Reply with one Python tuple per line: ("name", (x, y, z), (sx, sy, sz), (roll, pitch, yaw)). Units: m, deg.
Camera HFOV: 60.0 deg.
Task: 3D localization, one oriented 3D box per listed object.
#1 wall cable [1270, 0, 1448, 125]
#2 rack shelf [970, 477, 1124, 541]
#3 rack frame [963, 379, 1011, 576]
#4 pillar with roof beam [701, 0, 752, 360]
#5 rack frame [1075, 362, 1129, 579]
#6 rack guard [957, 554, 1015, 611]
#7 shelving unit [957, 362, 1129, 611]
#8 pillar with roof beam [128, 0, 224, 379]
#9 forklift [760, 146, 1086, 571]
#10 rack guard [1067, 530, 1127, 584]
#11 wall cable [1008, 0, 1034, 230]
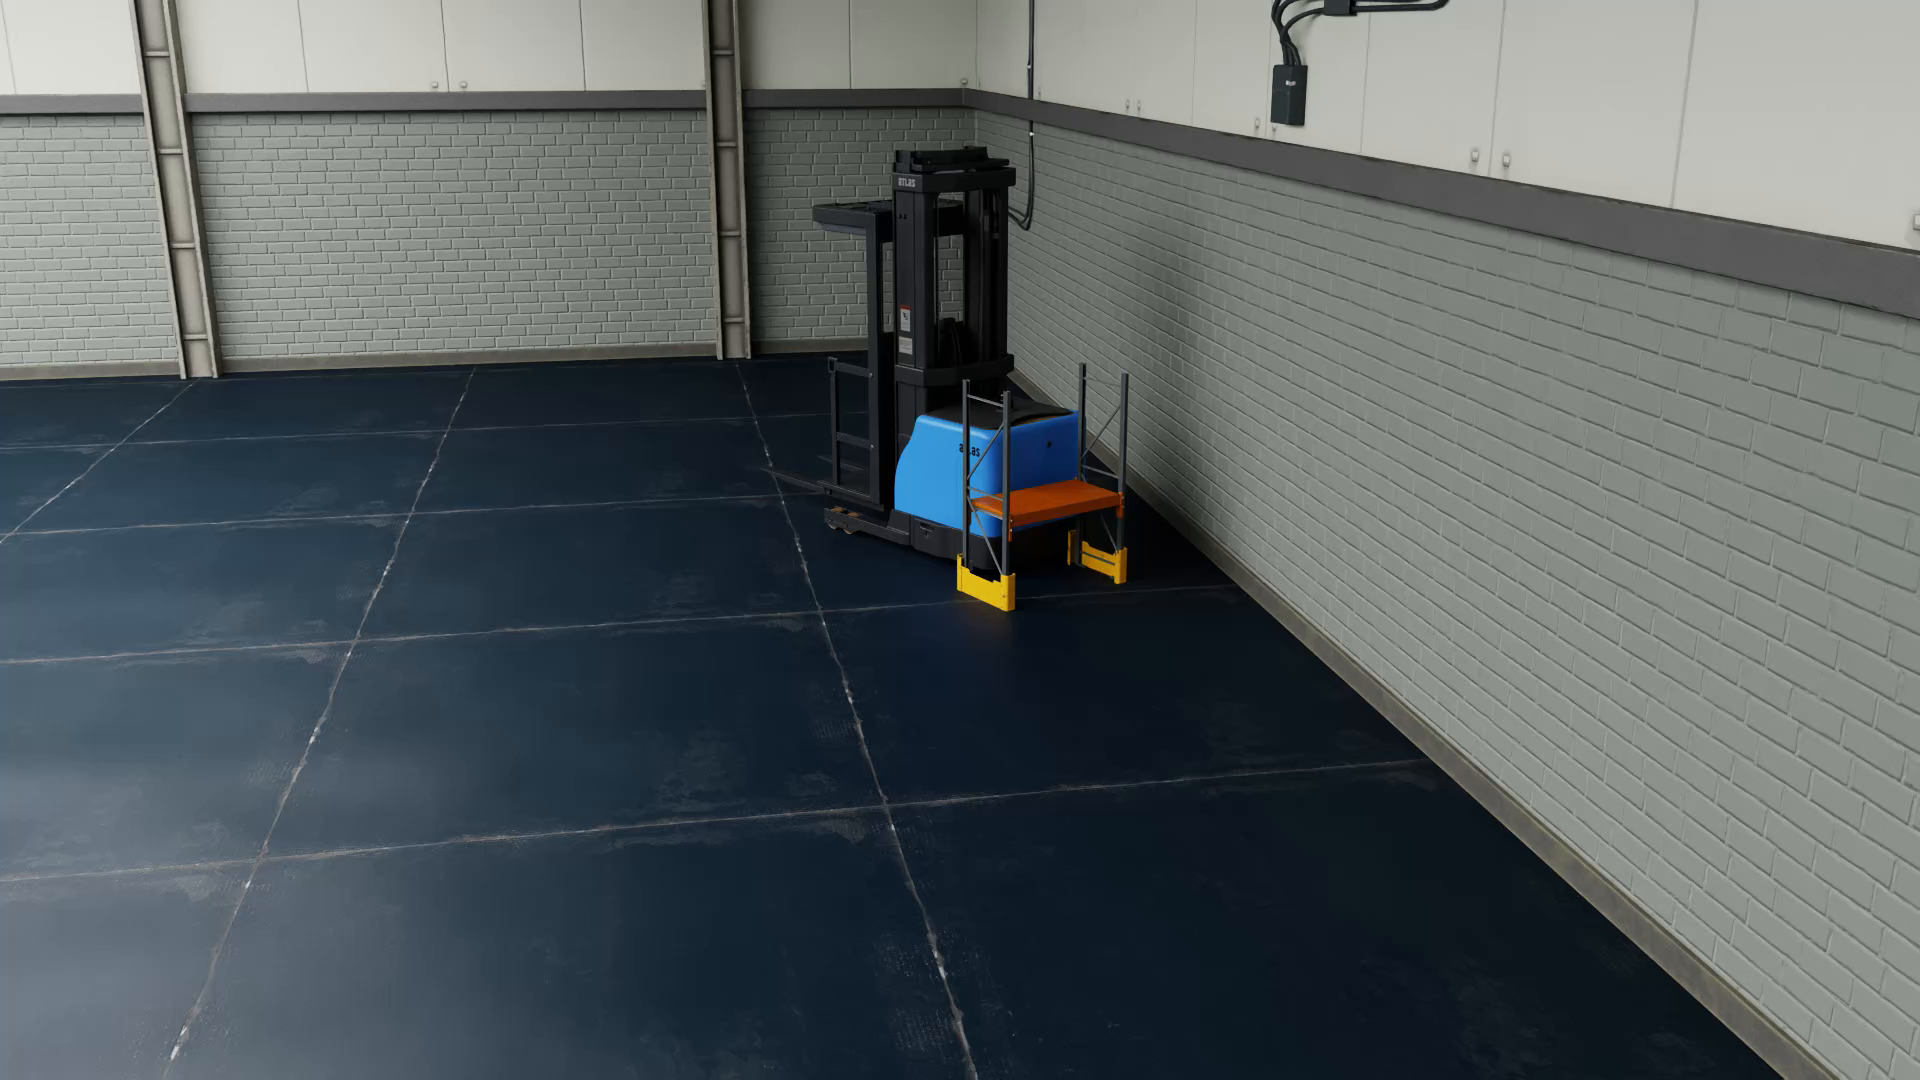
("wall cable", (2.213, -5.177, 8.548), (0.169, 6.003, 2.305), (-3, 17, -10))
("rack shelf", (0.589, -0.224, 11.600), (1.000, 0.185, 0.538), (-12, 21, -34))
("rack frame", (0.176, -0.309, 11.265), (0.032, 1.500, 0.500), (-12, 21, -34))
("pillar with roof beam", (-1.899, -5.265, 14.627), (0.400, 9.000, 9.100), (-3, 17, -10))
("rack frame", (1.003, -0.483, 11.830), (0.032, 1.500, 0.500), (-12, 21, -34))
("rack guard", (0.177, 0.288, 11.449), (0.087, 0.250, 0.587), (-12, 21, -34))
("shelving unit", (0.582, -0.395, 11.543), (1.083, 1.500, 0.587), (-12, 21, -34))
("pillar with roof beam", (-7.790, -4.931, 13.539), (0.400, 9.000, 9.100), (-3, 17, -10))
("forklift", (-0.420, -1.536, 12.821), (1.130, 2.935, 3.031), (-15, 23, -40))
("rack guard", (0.987, 0.118, 12.003), (0.087, 0.250, 0.587), (-12, 21, -34))
("wall cable", (0.428, -4.805, 18.416), (0.112, 2.526, 3.097), (-3, 17, -10))
